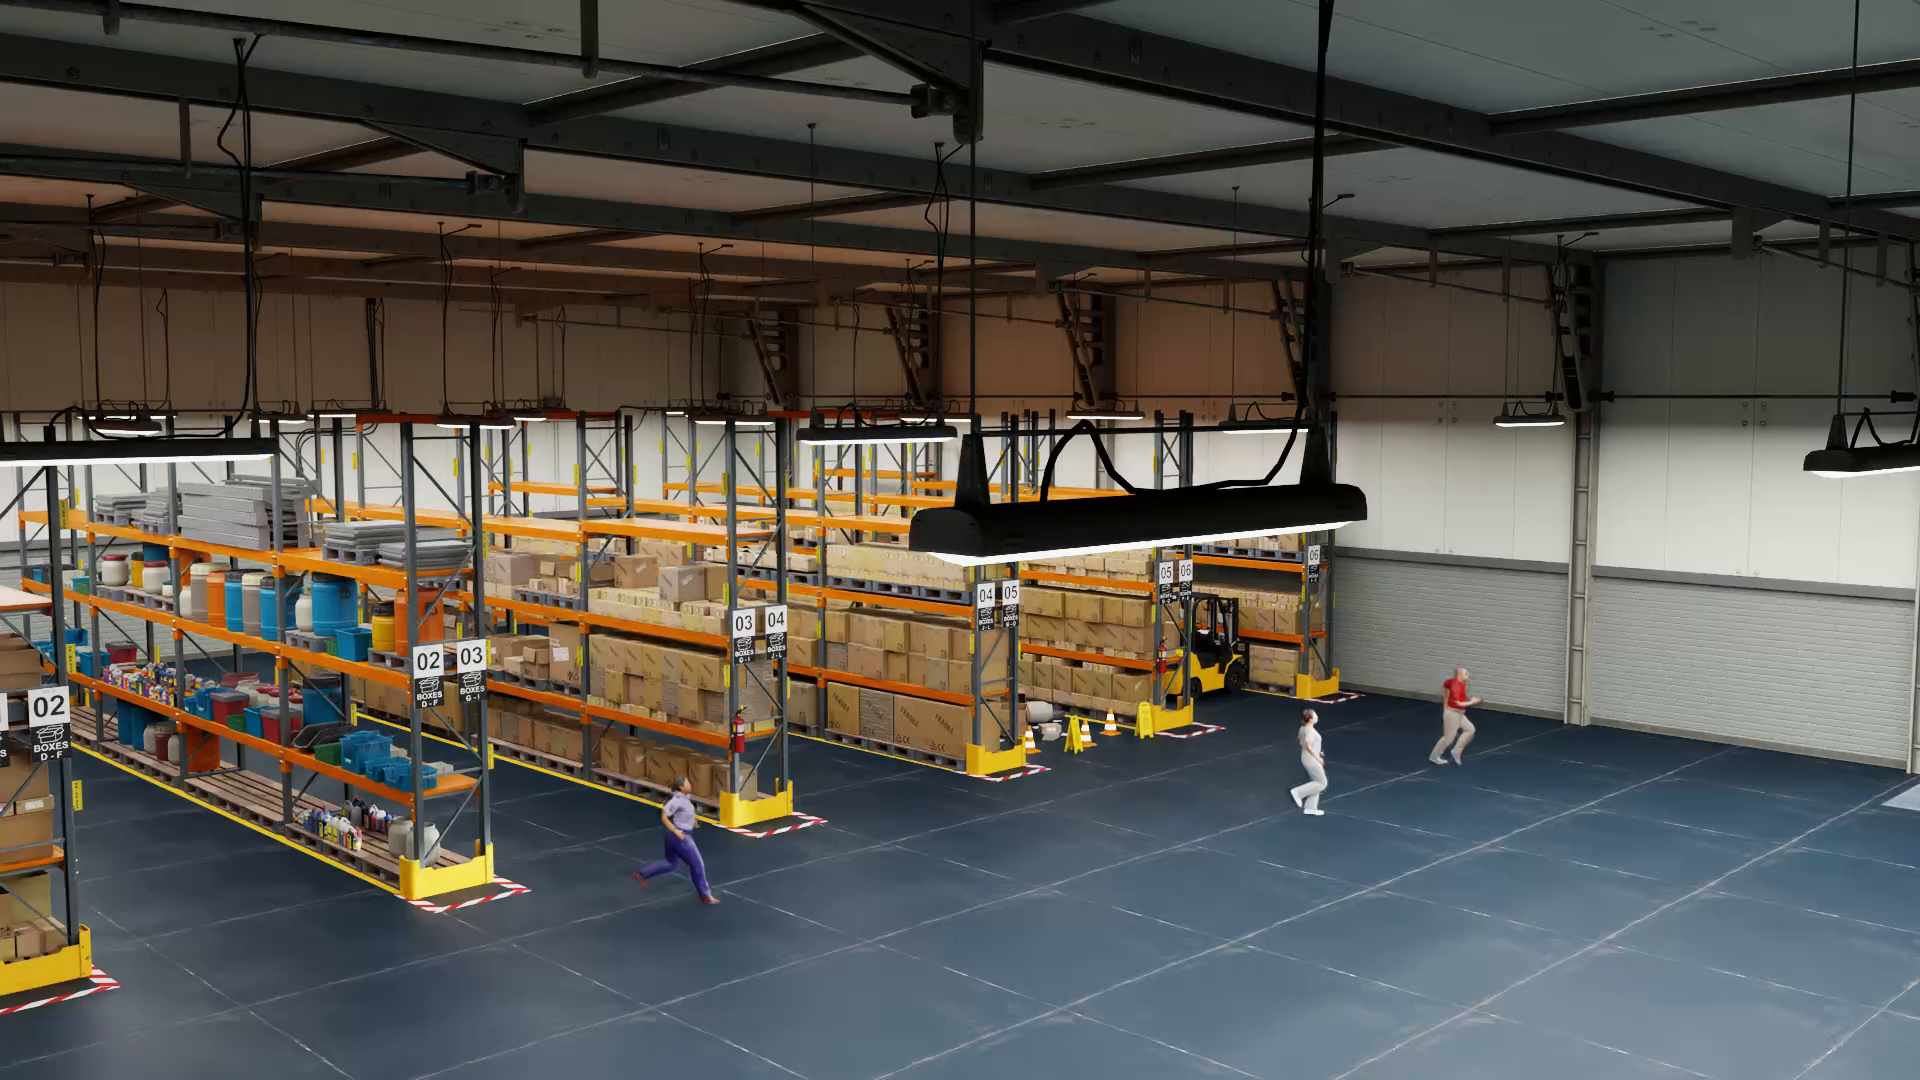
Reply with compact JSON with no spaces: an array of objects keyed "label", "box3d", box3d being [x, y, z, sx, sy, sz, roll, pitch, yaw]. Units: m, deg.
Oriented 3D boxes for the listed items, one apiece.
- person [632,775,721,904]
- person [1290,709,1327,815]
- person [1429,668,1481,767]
[{"label":"person","box3d":[-3.537,3.747,20.702,1.076,1.663,0.570,-1,5,-16]},{"label":"person","box3d":[5.252,3.350,25.118,0.568,1.627,0.573,-1,5,-6]},{"label":"person","box3d":[8.437,3.019,28.334,0.830,1.722,0.694,2,5,20]}]
